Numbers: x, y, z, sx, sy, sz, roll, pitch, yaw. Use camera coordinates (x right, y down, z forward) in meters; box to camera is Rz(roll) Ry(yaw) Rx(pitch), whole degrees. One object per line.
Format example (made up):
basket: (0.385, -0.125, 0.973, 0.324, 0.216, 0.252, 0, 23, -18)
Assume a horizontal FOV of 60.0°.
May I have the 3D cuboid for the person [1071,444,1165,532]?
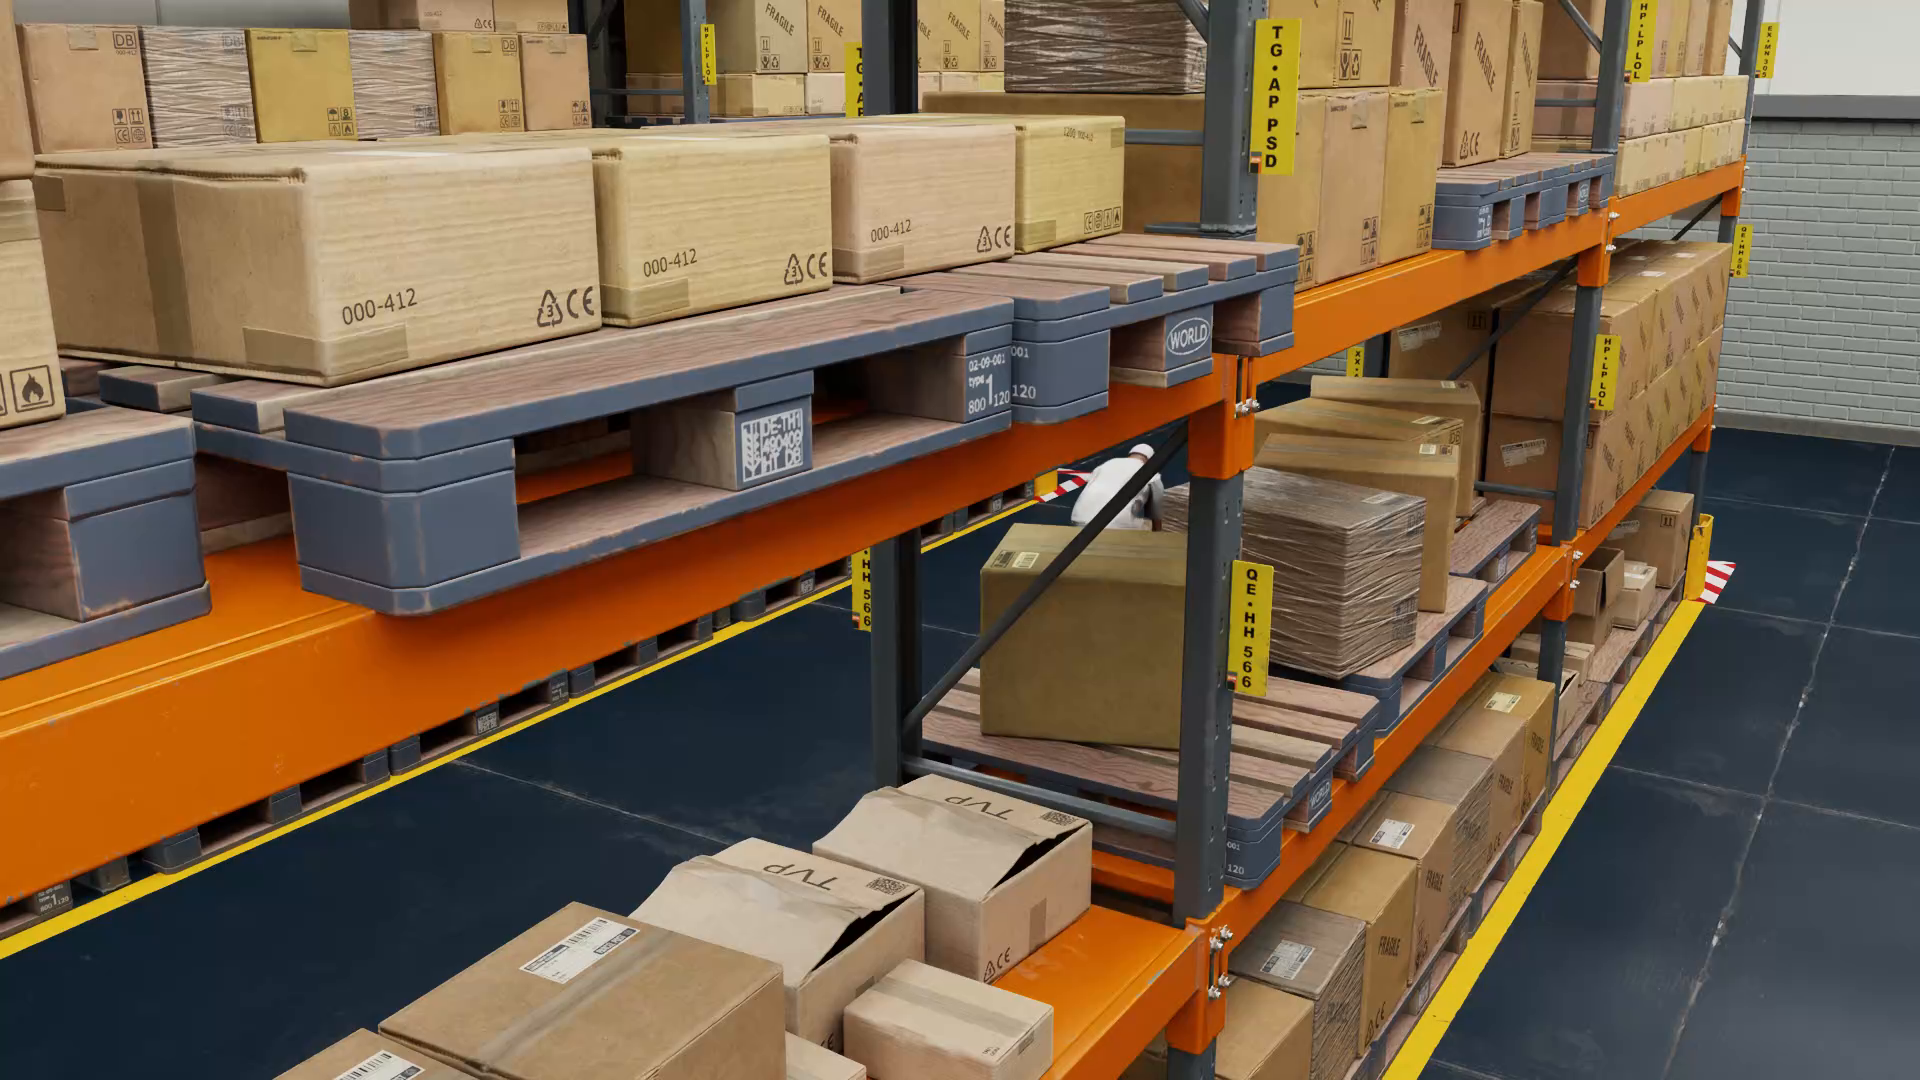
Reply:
person: (1.035, -0.060, 10.659, 0.533, 0.987, 0.935, 9, 18, 28)
